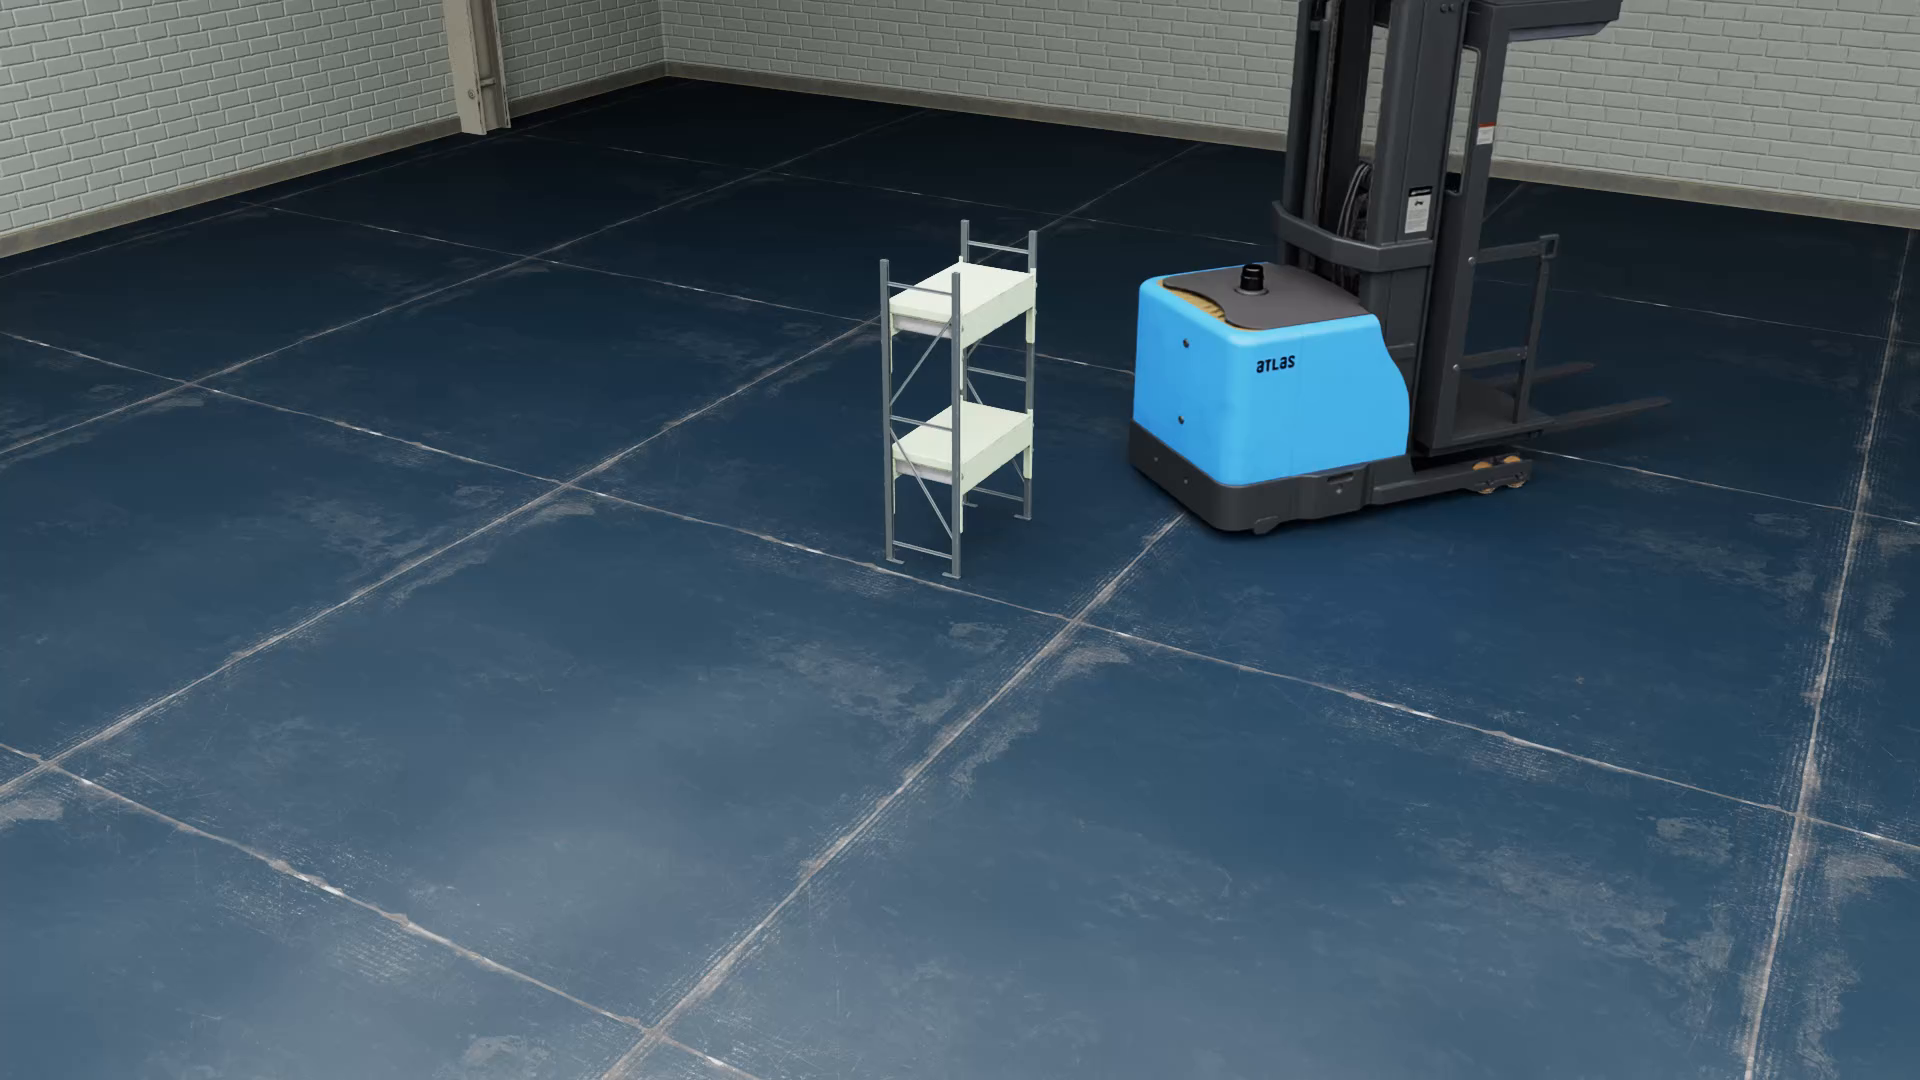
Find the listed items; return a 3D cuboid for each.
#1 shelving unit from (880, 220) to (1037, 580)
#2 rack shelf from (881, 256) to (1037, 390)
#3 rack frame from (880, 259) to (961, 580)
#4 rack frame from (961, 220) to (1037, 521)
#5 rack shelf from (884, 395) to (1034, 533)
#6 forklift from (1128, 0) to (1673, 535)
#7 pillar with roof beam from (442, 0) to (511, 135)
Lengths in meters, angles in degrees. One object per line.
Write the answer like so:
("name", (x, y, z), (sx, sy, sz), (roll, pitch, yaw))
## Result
("shelving unit", (0.003, -0.673, 7.919), (0.431, 1.500, 0.755), (14, 30, 26))
("rack shelf", (0.003, -1.022, 7.745), (0.431, 0.370, 0.720), (14, 30, 26))
("rack frame", (-0.177, -0.531, 7.635), (0.400, 1.500, 0.023), (14, 30, 26))
("rack frame", (0.183, -0.816, 8.204), (0.400, 1.500, 0.023), (14, 30, 26))
("rack shelf", (0.003, -0.382, 8.065), (0.431, 0.370, 0.720), (14, 30, 26))
("forklift", (2.471, -1.757, 8.485), (3.031, 2.935, 1.130), (-11, 29, -21))
("pillar with roof beam", (-0.898, -7.099, 12.379), (9.100, 9.000, 0.400), (14, 30, 26))
